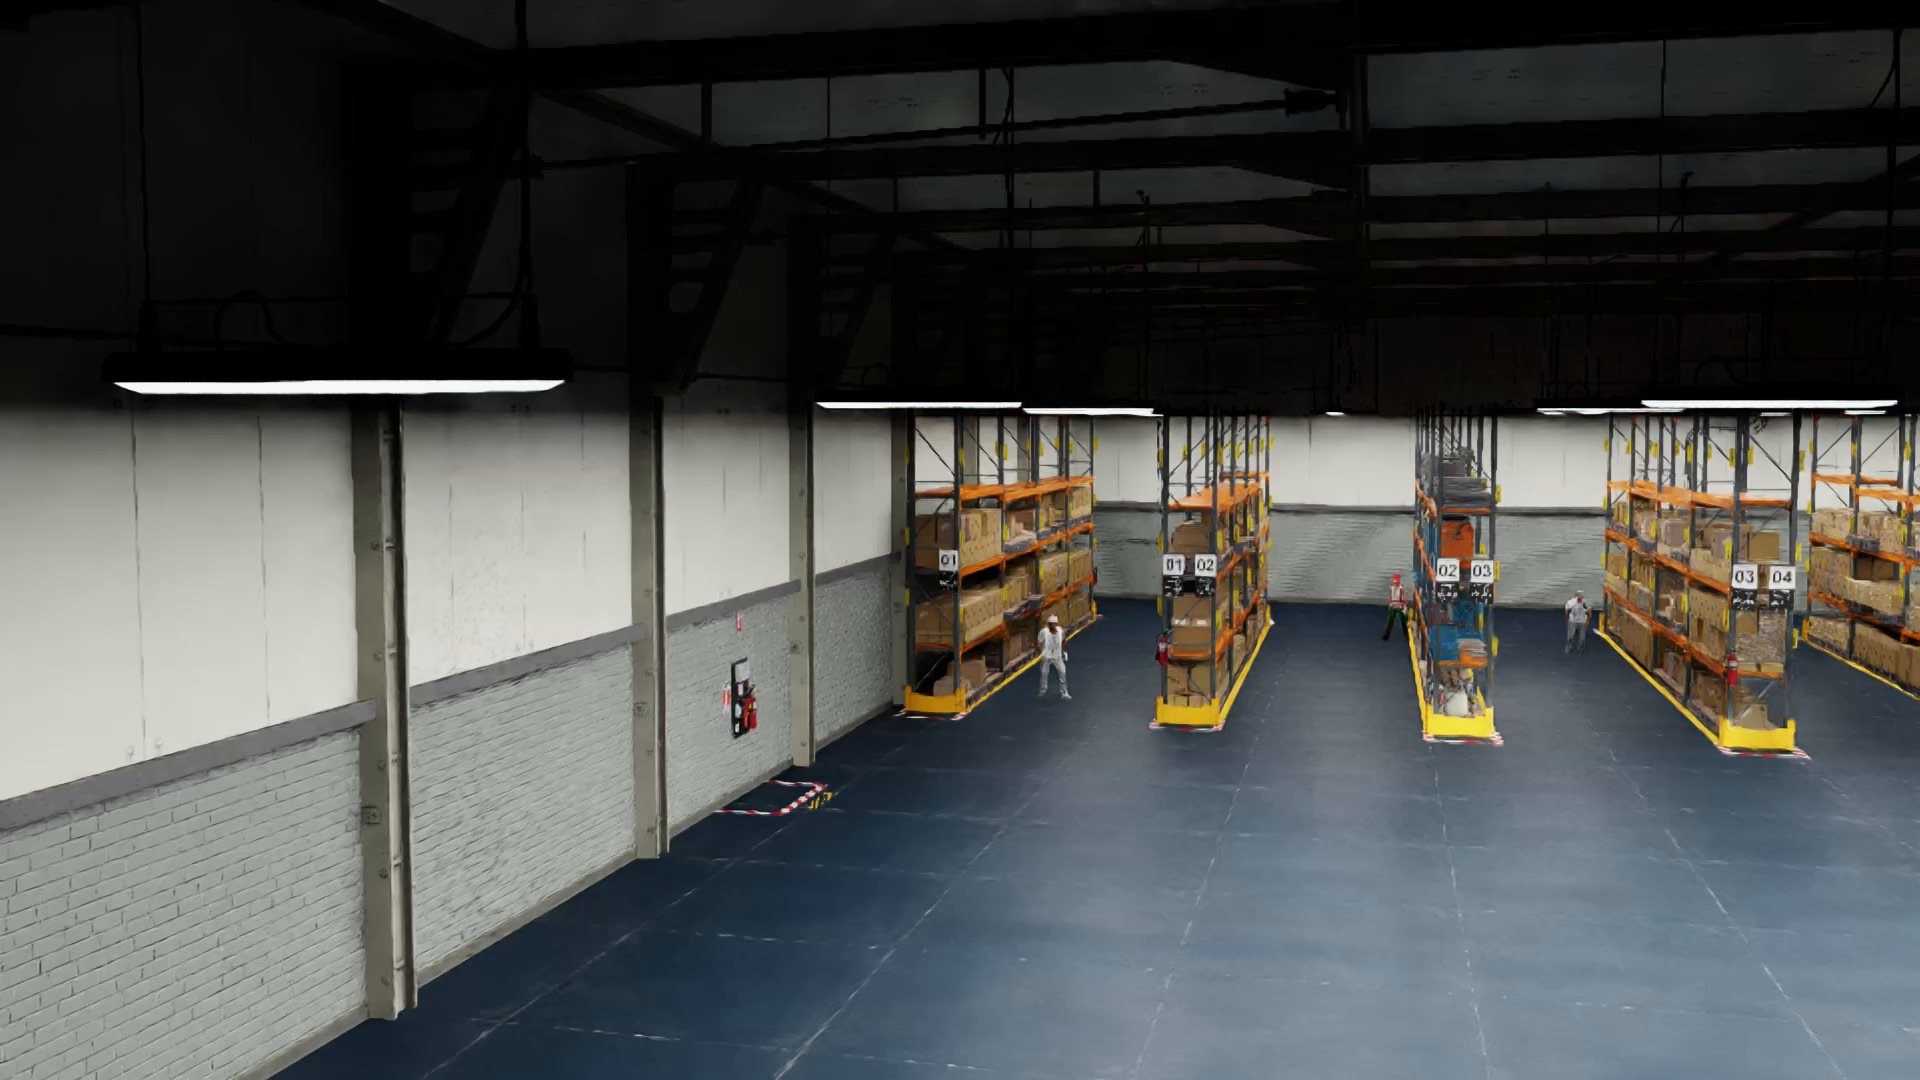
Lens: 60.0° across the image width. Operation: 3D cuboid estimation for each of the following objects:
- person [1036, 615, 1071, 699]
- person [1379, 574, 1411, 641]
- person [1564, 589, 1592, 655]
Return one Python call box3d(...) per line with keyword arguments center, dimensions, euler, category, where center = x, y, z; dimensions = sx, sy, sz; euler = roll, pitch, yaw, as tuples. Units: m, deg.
box3d(center=(1.882, 2.378, 33.987), dimensions=(0.688, 1.716, 0.789), euler=(0, 4, -6), category="person")
box3d(center=(11.257, 1.730, 42.858), dimensions=(0.590, 1.747, 0.924), euler=(4, 6, 41), category="person")
box3d(center=(15.001, 1.990, 40.375), dimensions=(0.625, 1.607, 0.563), euler=(1, 4, 12), category="person")
